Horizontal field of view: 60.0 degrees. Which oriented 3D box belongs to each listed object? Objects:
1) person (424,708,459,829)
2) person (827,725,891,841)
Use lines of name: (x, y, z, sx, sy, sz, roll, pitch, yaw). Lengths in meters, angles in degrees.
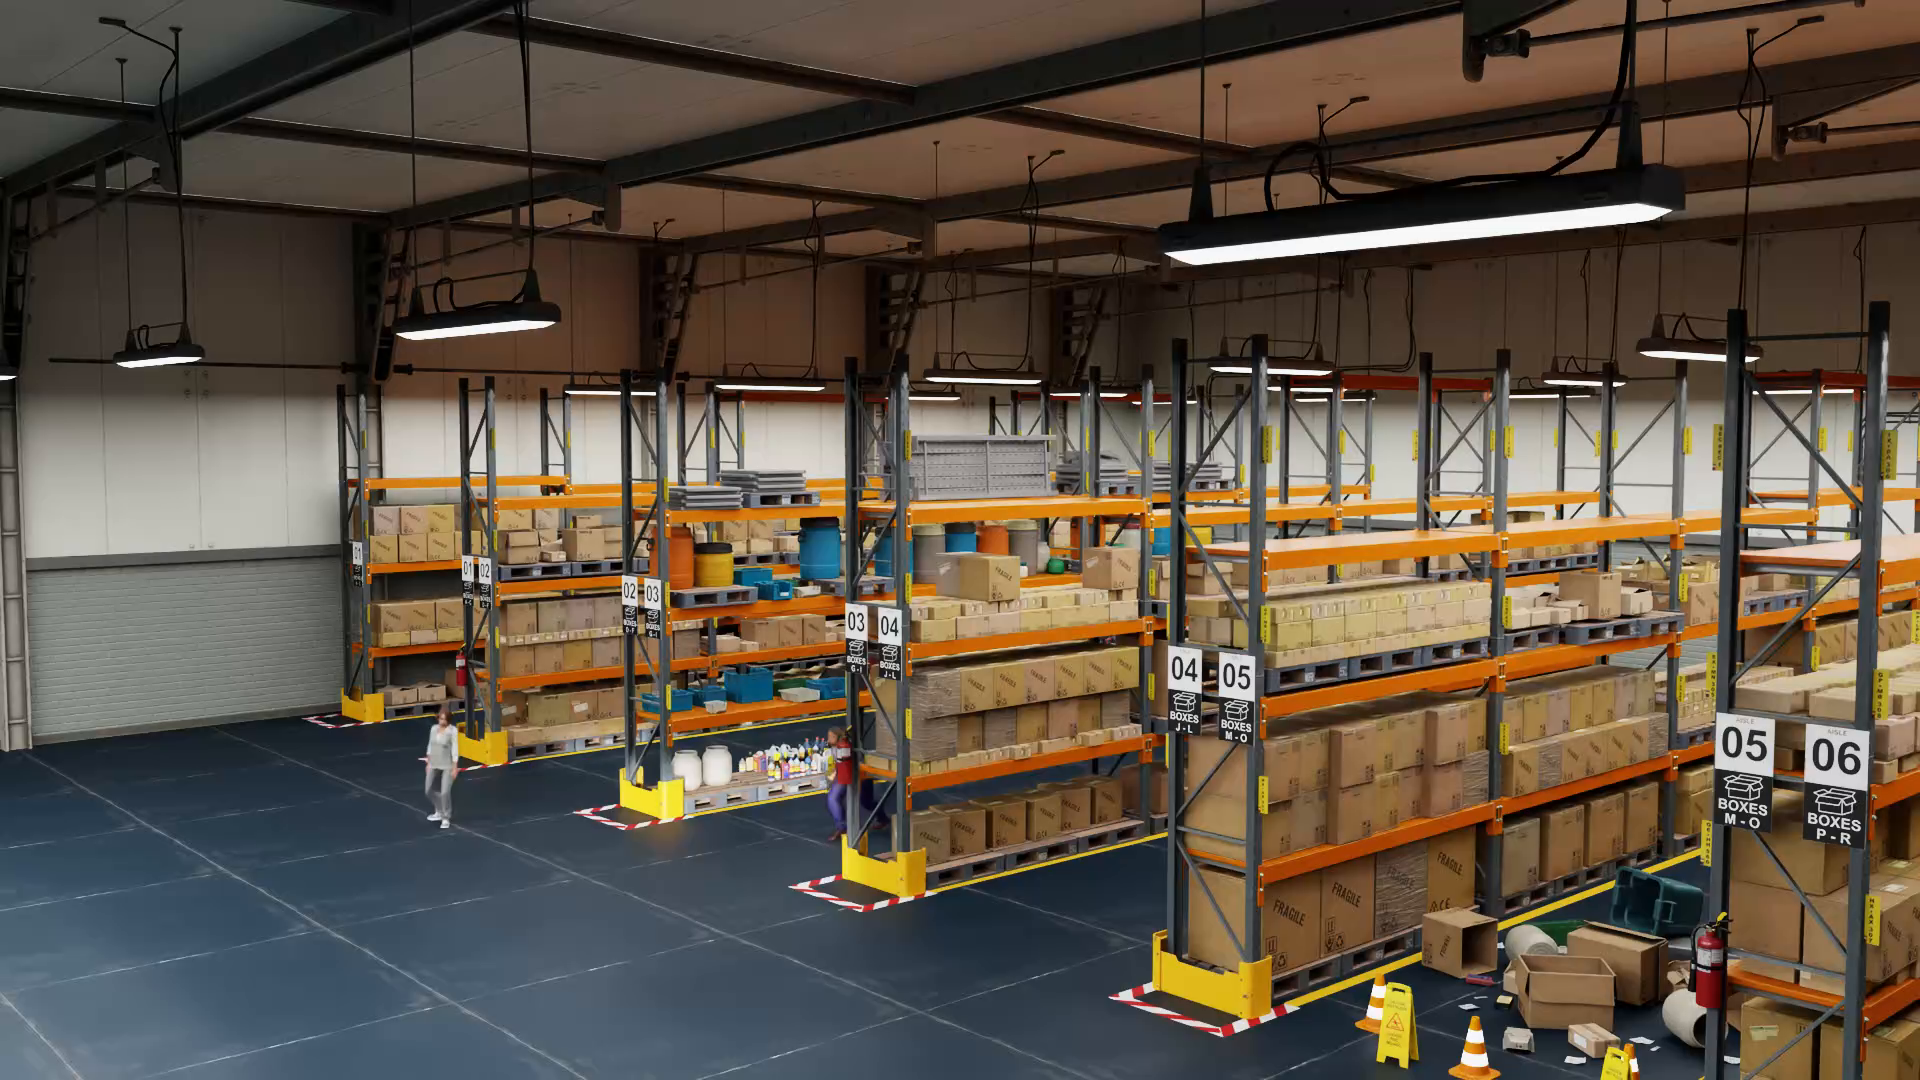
person: (-6.748, 2.961, 21.649, 0.541, 1.567, 0.434, 1, 4, 12)
person: (-1.285, 3.029, 21.041, 1.009, 1.482, 0.623, -3, 5, -38)
